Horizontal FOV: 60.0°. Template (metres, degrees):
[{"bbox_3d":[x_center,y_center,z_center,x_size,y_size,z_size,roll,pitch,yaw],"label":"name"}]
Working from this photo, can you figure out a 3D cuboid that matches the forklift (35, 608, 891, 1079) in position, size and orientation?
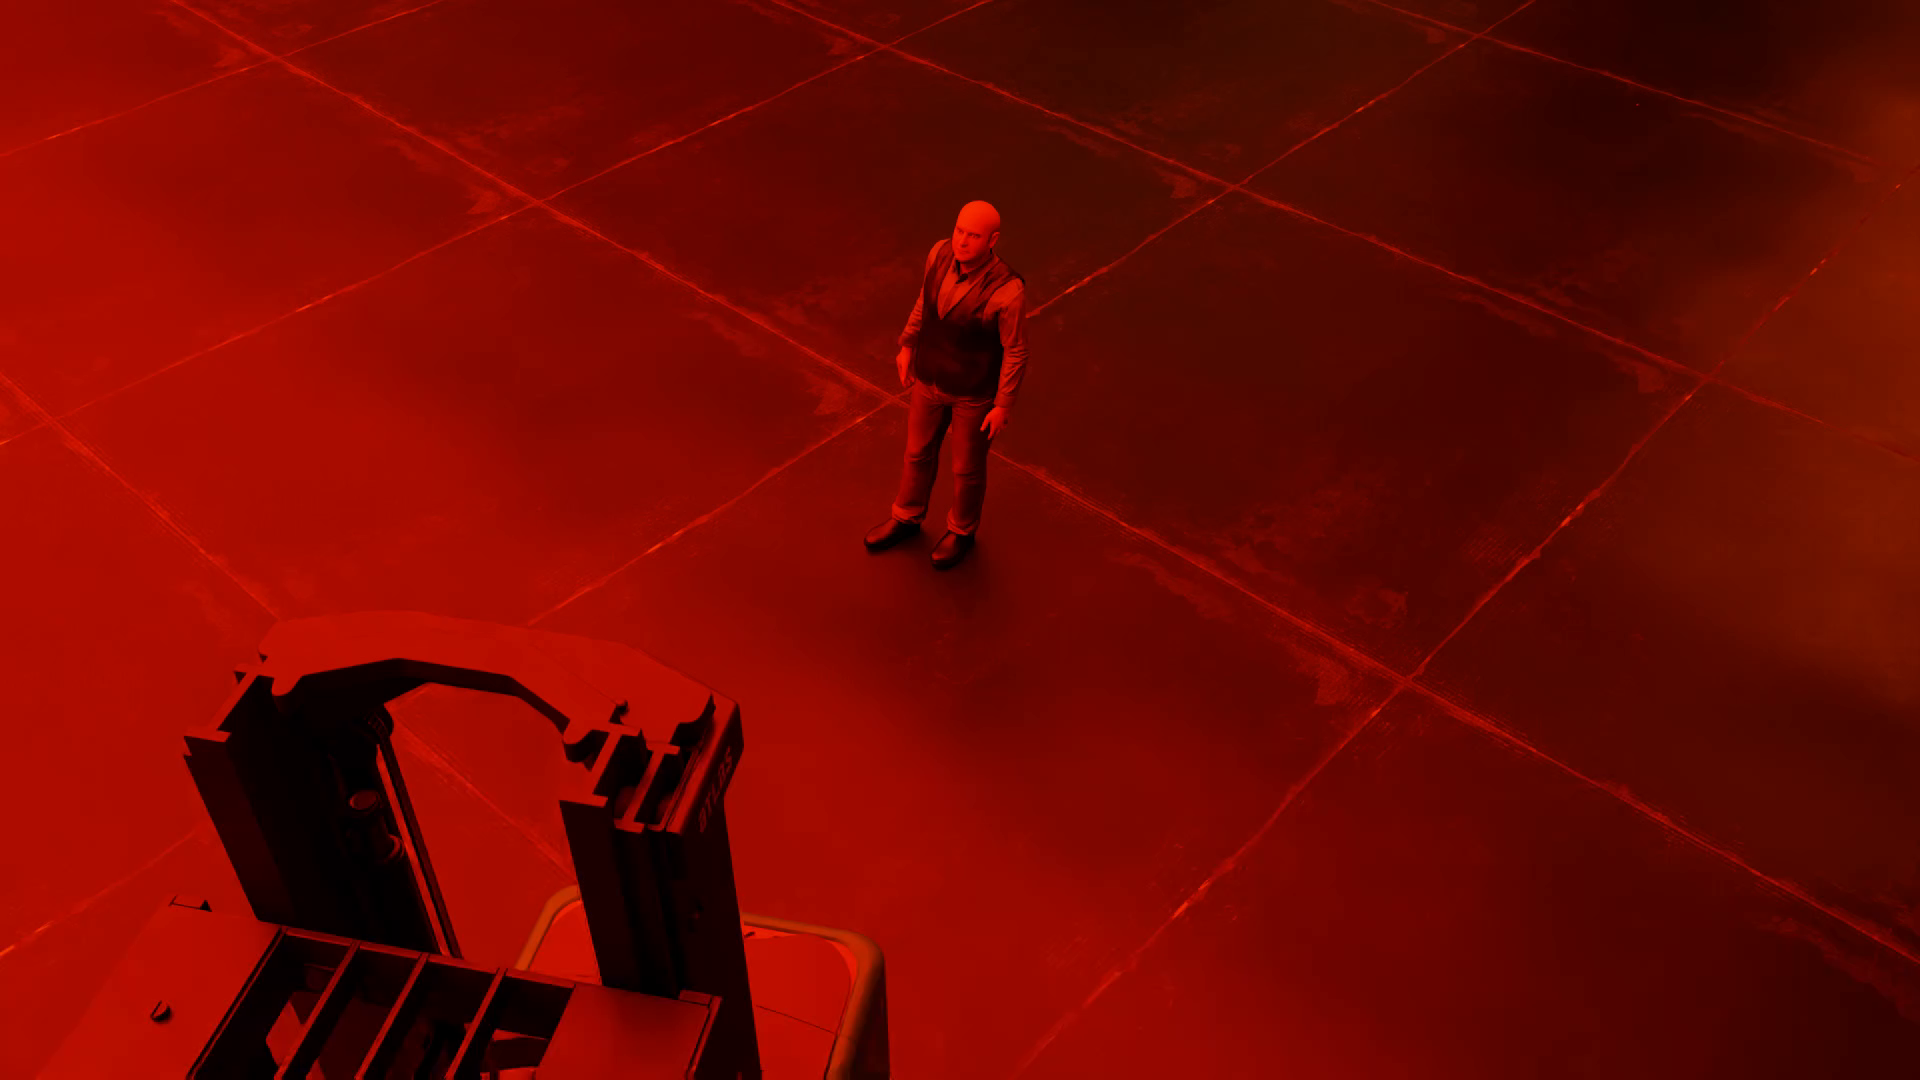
[{"bbox_3d":[-1.009,1.703,3.443,1.130,2.935,3.031,8,41,9],"label":"forklift"}]

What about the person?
[{"bbox_3d":[-0.048,-0.632,7.082,0.633,1.722,0.566,31,49,31],"label":"person"}]
